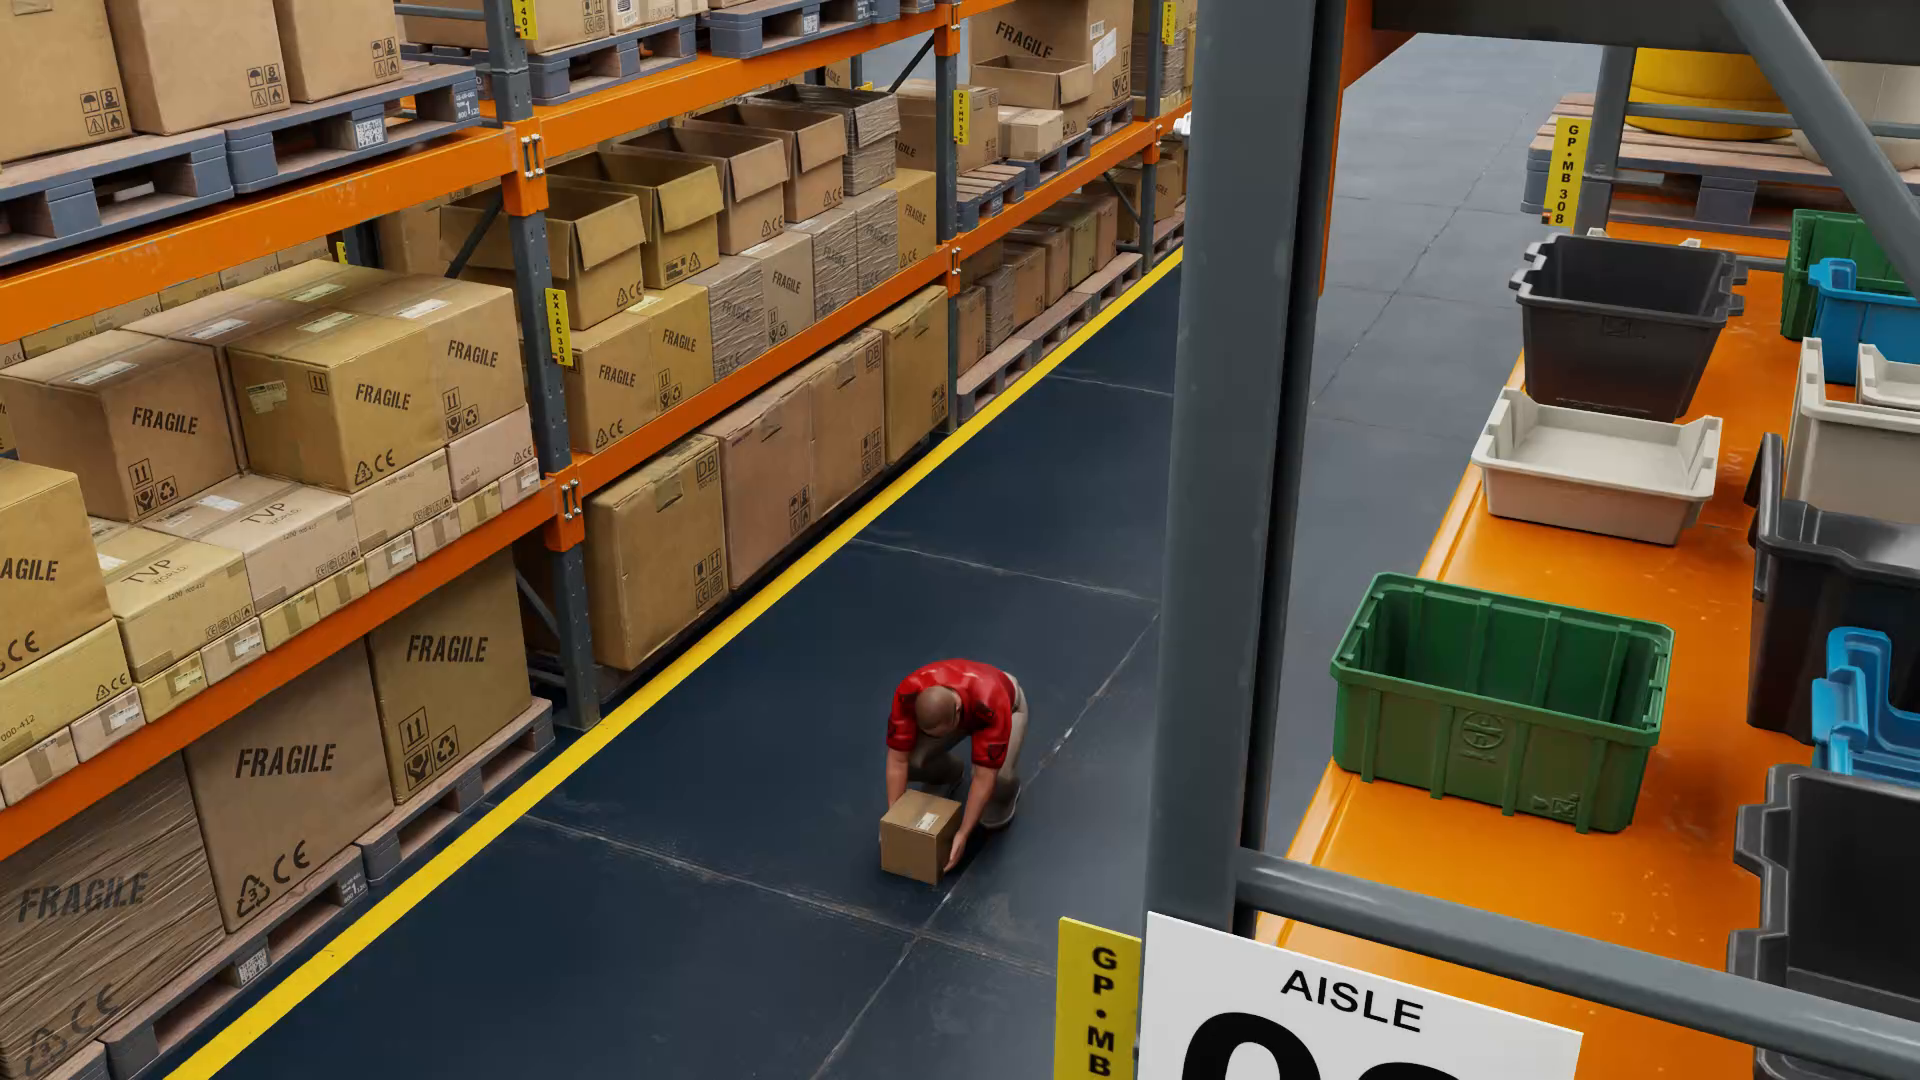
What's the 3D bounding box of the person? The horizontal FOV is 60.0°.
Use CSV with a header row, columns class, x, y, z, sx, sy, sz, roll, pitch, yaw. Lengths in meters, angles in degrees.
class,x,y,z,sx,sy,sz,roll,pitch,yaw
person,-0.004,0.819,6.956,0.553,0.858,0.860,11,28,22
